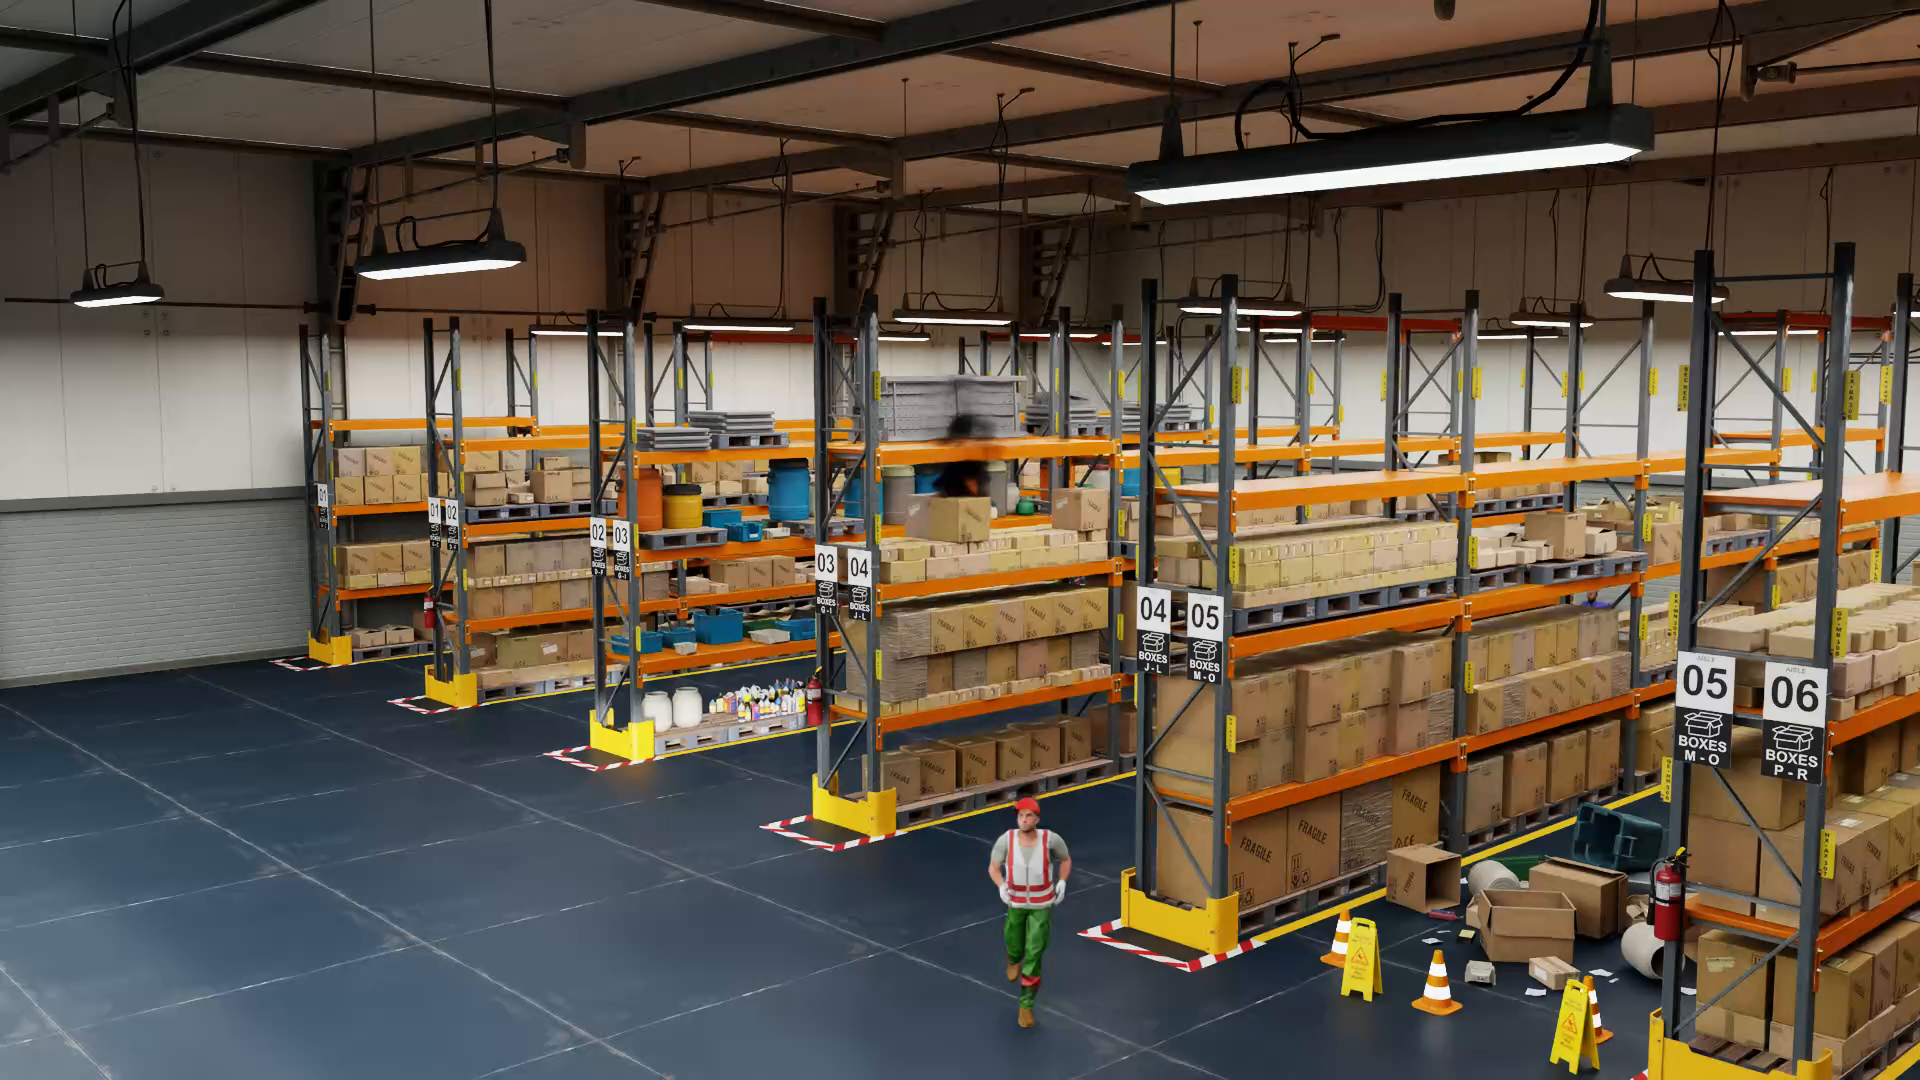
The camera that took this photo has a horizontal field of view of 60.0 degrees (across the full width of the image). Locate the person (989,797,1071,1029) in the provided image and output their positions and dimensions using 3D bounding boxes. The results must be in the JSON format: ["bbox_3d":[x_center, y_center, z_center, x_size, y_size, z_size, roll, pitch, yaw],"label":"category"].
[{"bbox_3d":[0.564,2.940,13.456,0.663,1.779,0.867,1,6,6],"label":"person"}]

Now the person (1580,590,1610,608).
[{"bbox_3d":[10.405,1.604,27.291,0.892,1.691,0.547,-5,8,-43],"label":"person"}]
